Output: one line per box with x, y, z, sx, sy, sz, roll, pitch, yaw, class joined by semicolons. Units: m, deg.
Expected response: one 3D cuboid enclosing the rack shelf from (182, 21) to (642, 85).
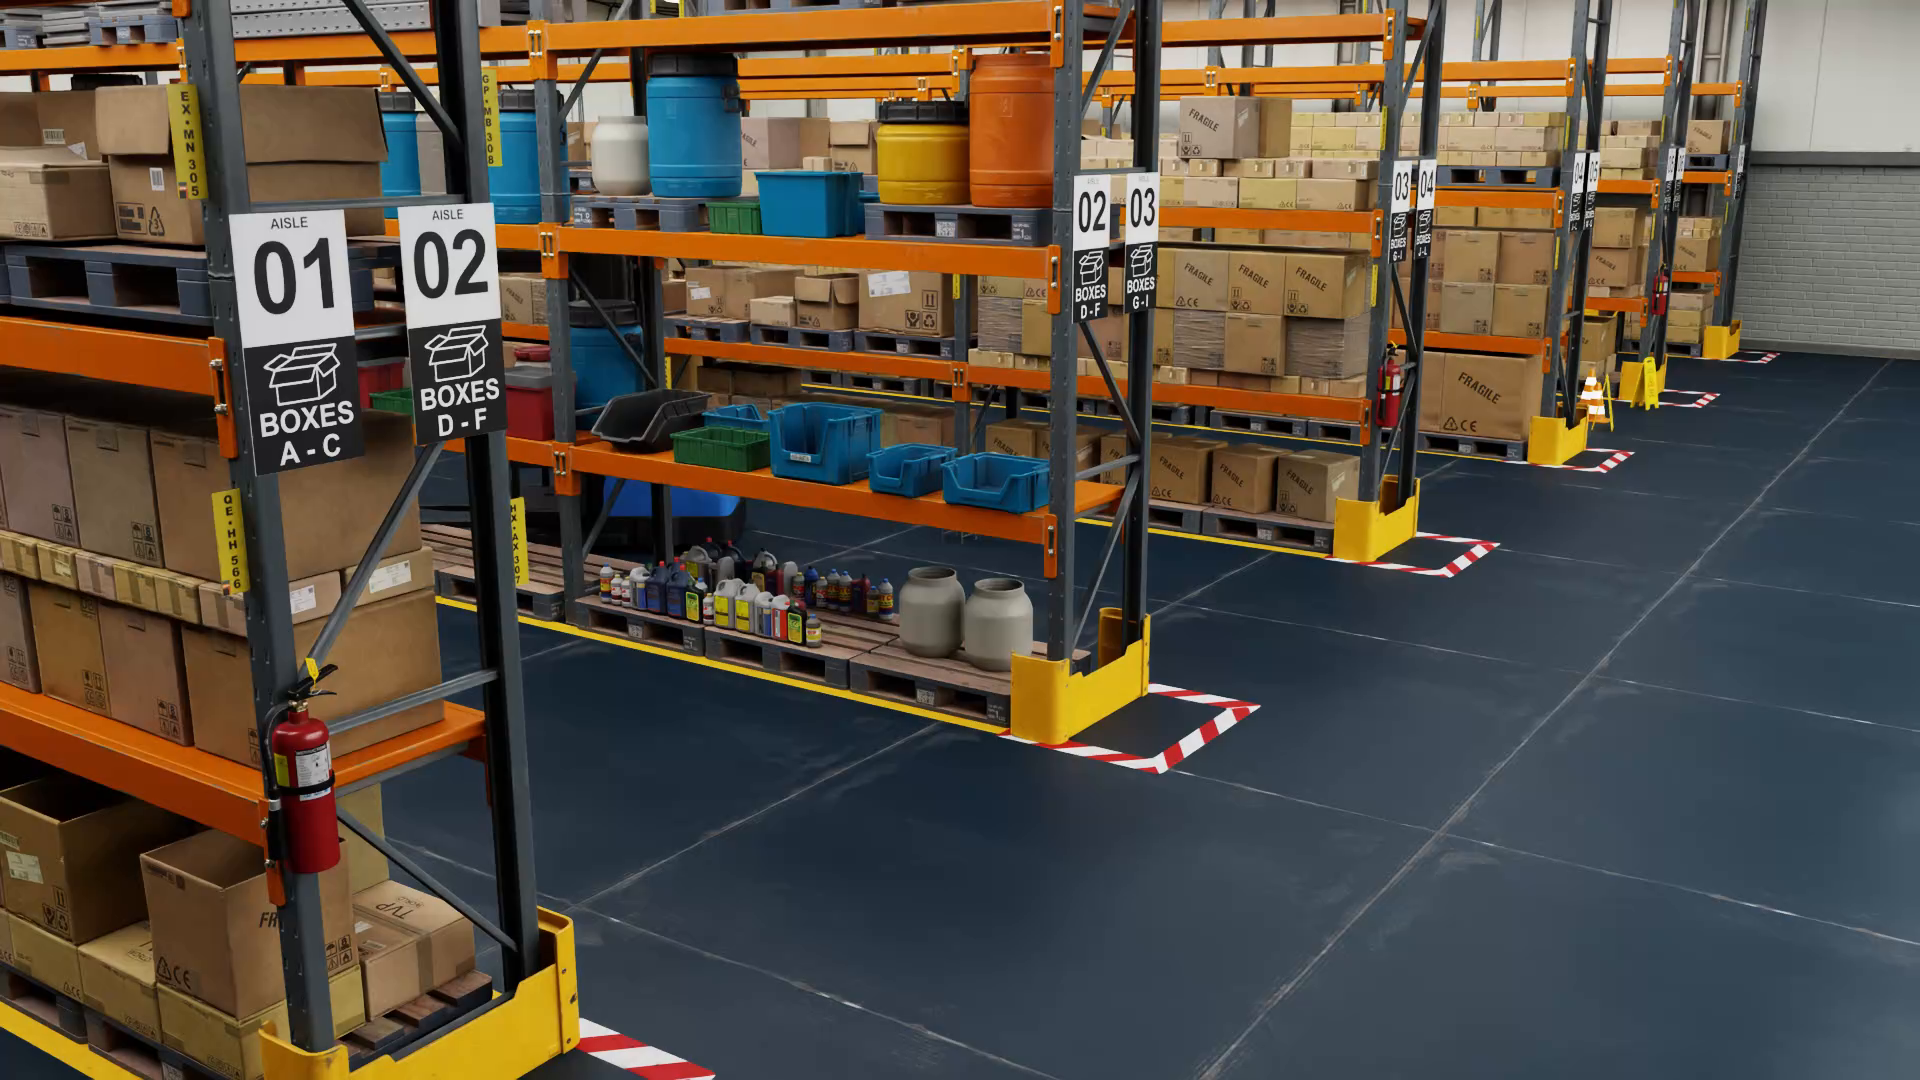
-4.150;-3.583;12.398;4.000;0.370;1.077;9;17;33;rack shelf

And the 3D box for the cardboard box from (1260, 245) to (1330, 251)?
2.878;-2.272;14.350;0.500;0.500;0.500;9;17;33;cardboard box

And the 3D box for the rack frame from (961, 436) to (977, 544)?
0.078;-0.424;14.164;0.006;0.900;0.240;9;17;33;rack frame

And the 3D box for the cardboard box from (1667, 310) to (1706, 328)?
11.312;-3.478;25.938;0.500;0.250;0.500;9;16;32;cardboard box

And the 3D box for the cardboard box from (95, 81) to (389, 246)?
-2.414;-1.278;5.621;0.637;0.503;0.797;11;17;37;cardboard box

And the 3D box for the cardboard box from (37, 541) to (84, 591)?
-3.218;0.063;6.269;0.250;0.149;0.380;10;17;35;cardboard box

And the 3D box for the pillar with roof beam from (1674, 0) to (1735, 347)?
9.413;-6.690;22.621;0.400;9.000;9.100;9;17;33;pillar with roof beam

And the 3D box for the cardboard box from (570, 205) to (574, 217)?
-5.766;-4.943;25.139;0.500;0.500;0.500;9;16;32;cardboard box

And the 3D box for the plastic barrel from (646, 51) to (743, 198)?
-1.724;-2.694;10.805;0.708;0.901;0.600;9;17;33;plastic barrel

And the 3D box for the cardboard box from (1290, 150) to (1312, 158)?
3.868;-4.277;18.556;0.250;0.149;0.380;9;16;32;cardboard box

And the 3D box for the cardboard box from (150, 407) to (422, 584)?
-2.363;-0.173;5.871;0.500;0.500;0.700;9;17;33;cardboard box

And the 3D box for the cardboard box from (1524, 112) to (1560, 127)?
5.976;-4.323;17.085;0.250;0.149;0.380;9;17;33;cardboard box

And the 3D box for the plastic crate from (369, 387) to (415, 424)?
-4.093;-1.020;12.643;0.662;0.188;0.450;9;17;33;plastic crate

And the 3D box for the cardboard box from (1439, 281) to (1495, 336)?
5.643;-2.555;18.091;0.550;0.550;0.875;9;17;33;cardboard box

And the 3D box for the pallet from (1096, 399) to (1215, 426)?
2.443;-1.644;20.523;1.213;0.211;1.003;9;17;33;pallet

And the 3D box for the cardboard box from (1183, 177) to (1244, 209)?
2.215;-2.931;13.990;0.500;0.250;0.500;10;17;34;cardboard box

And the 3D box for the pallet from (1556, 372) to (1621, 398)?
8.406;-2.145;22.551;1.213;0.211;1.003;9;17;33;pallet

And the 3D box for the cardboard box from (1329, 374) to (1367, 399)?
3.241;-1.272;13.742;0.250;0.149;0.380;9;17;33;cardboard box

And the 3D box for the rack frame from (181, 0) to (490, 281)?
-1.939;-2.334;5.026;0.127;3.000;1.000;9;17;33;rack frame

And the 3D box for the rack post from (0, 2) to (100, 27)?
-8.447;-4.775;15.042;0.954;0.300;0.937;9;16;32;rack post

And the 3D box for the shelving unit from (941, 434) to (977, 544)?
-0.007;-0.438;14.219;0.210;0.900;0.258;9;17;33;shelving unit

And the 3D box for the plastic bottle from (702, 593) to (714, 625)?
-1.674;0.458;11.139;0.097;0.201;0.097;0;14;0;plastic bottle

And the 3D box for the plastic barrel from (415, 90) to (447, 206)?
-3.576;-2.758;11.936;0.600;0.901;0.600;0;14;0;plastic barrel

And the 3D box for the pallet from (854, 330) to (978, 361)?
-0.279;-1.972;16.445;1.213;0.211;1.003;9;17;33;pallet

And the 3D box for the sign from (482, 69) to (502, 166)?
-1.624;-1.451;5.715;0.005;0.325;0.100;9;17;33;sign

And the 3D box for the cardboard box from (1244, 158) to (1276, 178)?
2.528;-3.051;13.645;0.250;0.149;0.380;9;17;33;cardboard box

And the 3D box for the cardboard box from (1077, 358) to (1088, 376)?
1.105;-1.585;15.007;0.250;0.149;0.380;9;17;33;cardboard box

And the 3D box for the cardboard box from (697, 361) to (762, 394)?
-2.473;-1.750;17.876;0.500;0.250;0.500;10;17;35;cardboard box

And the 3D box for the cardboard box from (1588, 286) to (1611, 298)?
8.422;-3.270;21.814;0.250;0.149;0.380;9;16;32;cardboard box

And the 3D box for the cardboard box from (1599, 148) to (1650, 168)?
8.549;-4.915;21.388;0.500;0.250;0.500;9;16;32;cardboard box

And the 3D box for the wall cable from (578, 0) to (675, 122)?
-7.022;-9.856;35.331;0.133;3.039;2.988;9;17;33;wall cable

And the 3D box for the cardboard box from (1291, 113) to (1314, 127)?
3.871;-4.664;18.460;0.250;0.149;0.380;9;16;32;cardboard box

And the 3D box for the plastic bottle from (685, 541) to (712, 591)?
-1.876;0.184;11.934;0.185;0.351;0.144;9;17;33;plastic bottle

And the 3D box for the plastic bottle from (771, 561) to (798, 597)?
-1.235;0.283;11.689;0.135;0.276;0.152;10;17;34;plastic bottle

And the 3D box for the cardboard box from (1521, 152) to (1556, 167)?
5.980;-3.936;17.178;0.250;0.149;0.380;9;17;33;cardboard box

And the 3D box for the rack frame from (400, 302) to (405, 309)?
-6.365;-3.006;20.225;0.127;3.000;1.000;9;17;33;rack frame

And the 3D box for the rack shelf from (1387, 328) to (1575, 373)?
4.785;-2.291;18.834;4.000;0.370;1.077;9;17;33;rack shelf

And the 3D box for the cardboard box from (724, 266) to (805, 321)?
-2.056;-2.603;17.513;0.500;0.500;0.700;12;19;41;cardboard box

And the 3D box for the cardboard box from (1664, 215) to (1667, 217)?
11.109;-5.069;26.381;0.250;0.149;0.380;9;17;33;cardboard box

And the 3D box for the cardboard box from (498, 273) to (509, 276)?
-5.267;-3.363;19.372;0.637;0.503;0.797;9;17;33;cardboard box

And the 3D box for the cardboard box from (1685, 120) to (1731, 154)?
11.387;-6.131;25.314;0.500;0.500;0.500;10;17;35;cardboard box

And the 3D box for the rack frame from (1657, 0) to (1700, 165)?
9.124;-6.285;20.985;0.127;3.000;1.000;9;17;33;rack frame

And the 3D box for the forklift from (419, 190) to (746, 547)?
-3.413;-1.439;14.038;3.031;2.935;1.130;0;14;0;forklift

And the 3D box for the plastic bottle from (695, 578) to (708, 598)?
-1.753;0.394;11.253;0.097;0.271;0.097;0;14;0;plastic bottle

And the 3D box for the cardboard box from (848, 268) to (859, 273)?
-1.278;-3.570;22.150;0.250;0.149;0.380;10;17;34;cardboard box

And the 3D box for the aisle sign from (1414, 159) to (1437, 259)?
3.812;-2.710;13.619;0.004;0.787;0.394;9;17;33;aisle sign

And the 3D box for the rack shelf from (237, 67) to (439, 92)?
-8.024;-5.643;20.722;4.000;0.370;1.077;9;17;33;rack shelf

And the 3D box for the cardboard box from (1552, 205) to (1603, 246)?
8.162;-4.145;21.919;0.500;0.500;0.700;9;17;33;cardboard box

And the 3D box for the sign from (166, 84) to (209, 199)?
-2.253;-1.163;4.860;0.005;0.325;0.100;9;17;33;sign

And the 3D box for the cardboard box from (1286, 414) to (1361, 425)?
4.359;-1.863;19.154;0.875;0.875;0.875;9;17;33;cardboard box

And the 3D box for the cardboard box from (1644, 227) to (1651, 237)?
10.838;-4.828;26.026;0.250;0.149;0.380;9;17;32;cardboard box

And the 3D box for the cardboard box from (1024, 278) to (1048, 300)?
0.921;-2.434;15.005;0.500;0.500;0.500;9;17;33;cardboard box

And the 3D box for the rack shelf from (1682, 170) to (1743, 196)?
10.231;-5.738;26.515;4.000;0.370;1.077;9;17;33;rack shelf

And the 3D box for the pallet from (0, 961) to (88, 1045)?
-3.605;1.673;7.124;1.213;0.211;1.003;9;17;33;pallet

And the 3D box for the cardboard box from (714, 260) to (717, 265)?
-3.442;-3.919;23.561;0.250;0.149;0.380;8;16;30;cardboard box

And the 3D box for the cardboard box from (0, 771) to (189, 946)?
-3.388;1.201;6.517;0.500;0.500;0.500;9;17;33;cardboard box
